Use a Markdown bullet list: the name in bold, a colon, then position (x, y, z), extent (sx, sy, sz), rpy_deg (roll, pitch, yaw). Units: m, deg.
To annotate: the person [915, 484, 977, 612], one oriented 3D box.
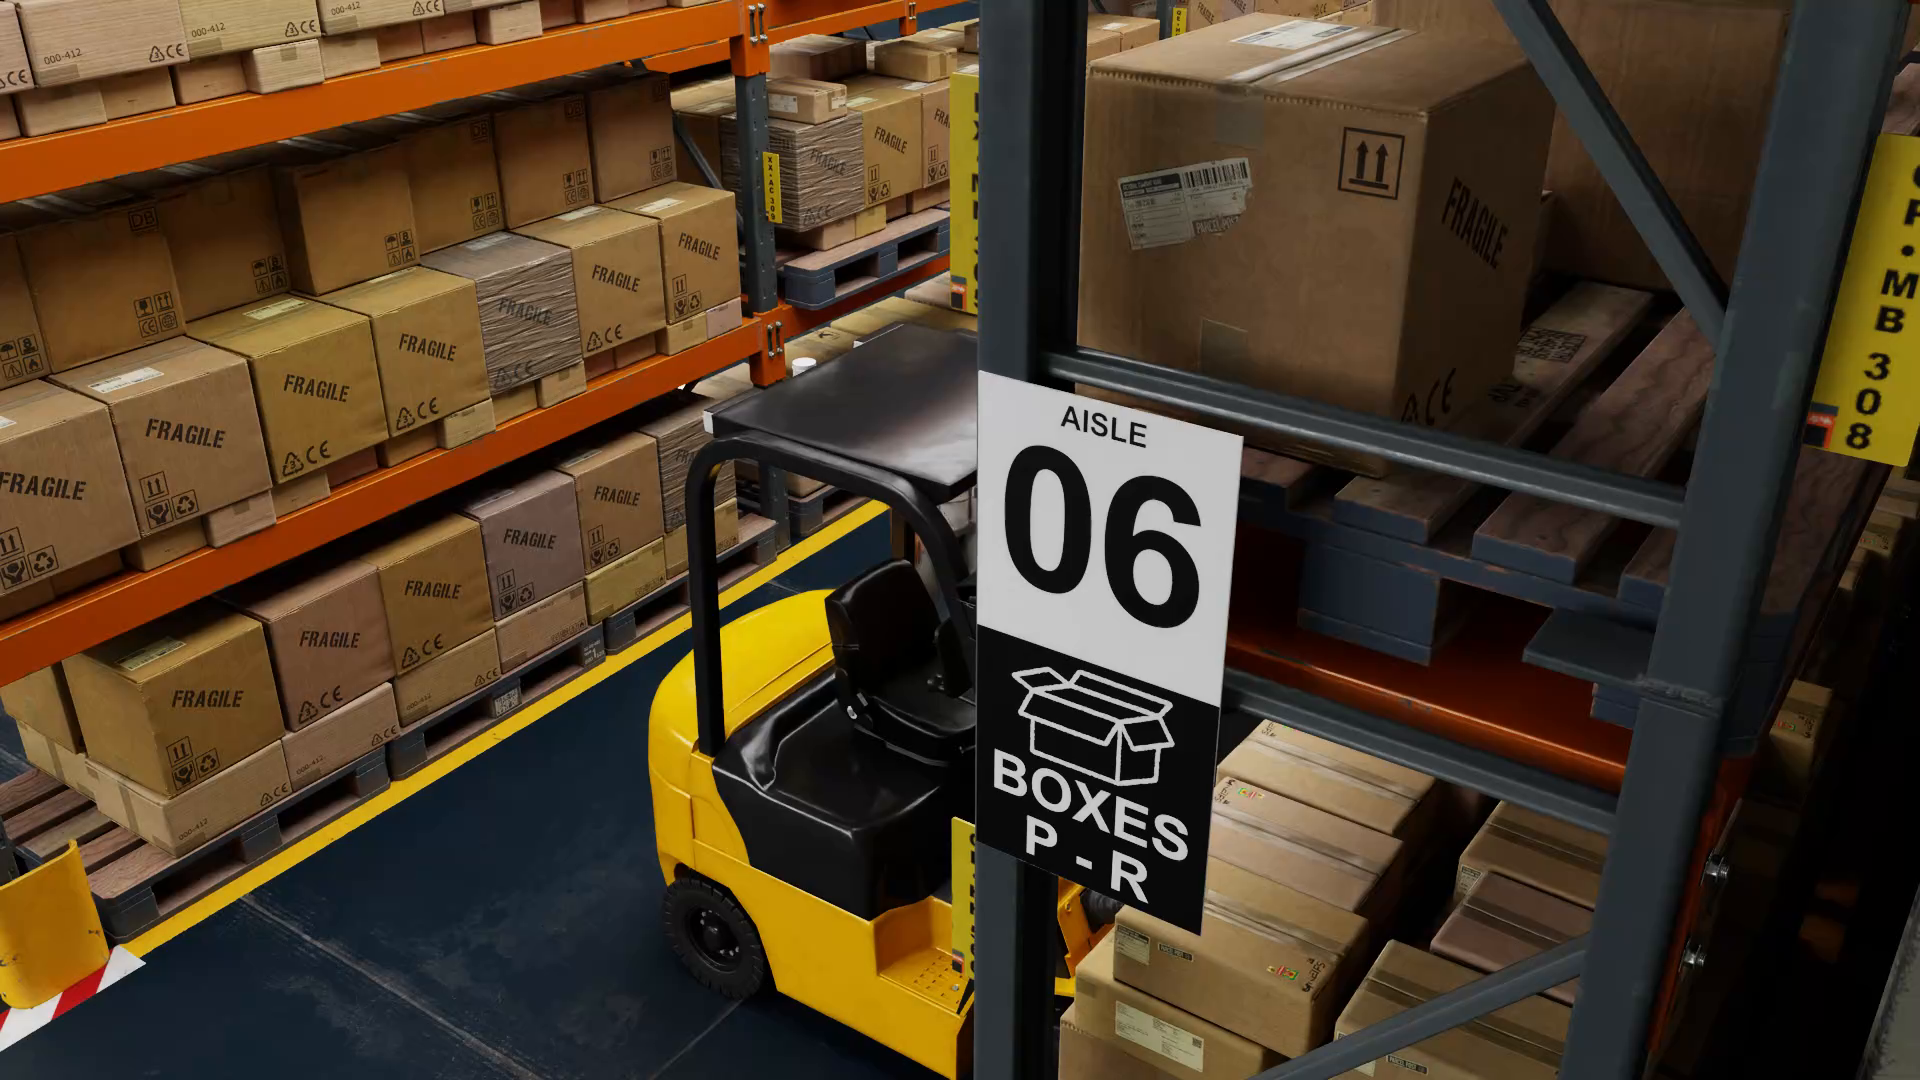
- **person**: position (-0.027, -0.090, 7.115), extent (0.596, 1.671, 0.430), rpy_deg (-11, 29, -21)
